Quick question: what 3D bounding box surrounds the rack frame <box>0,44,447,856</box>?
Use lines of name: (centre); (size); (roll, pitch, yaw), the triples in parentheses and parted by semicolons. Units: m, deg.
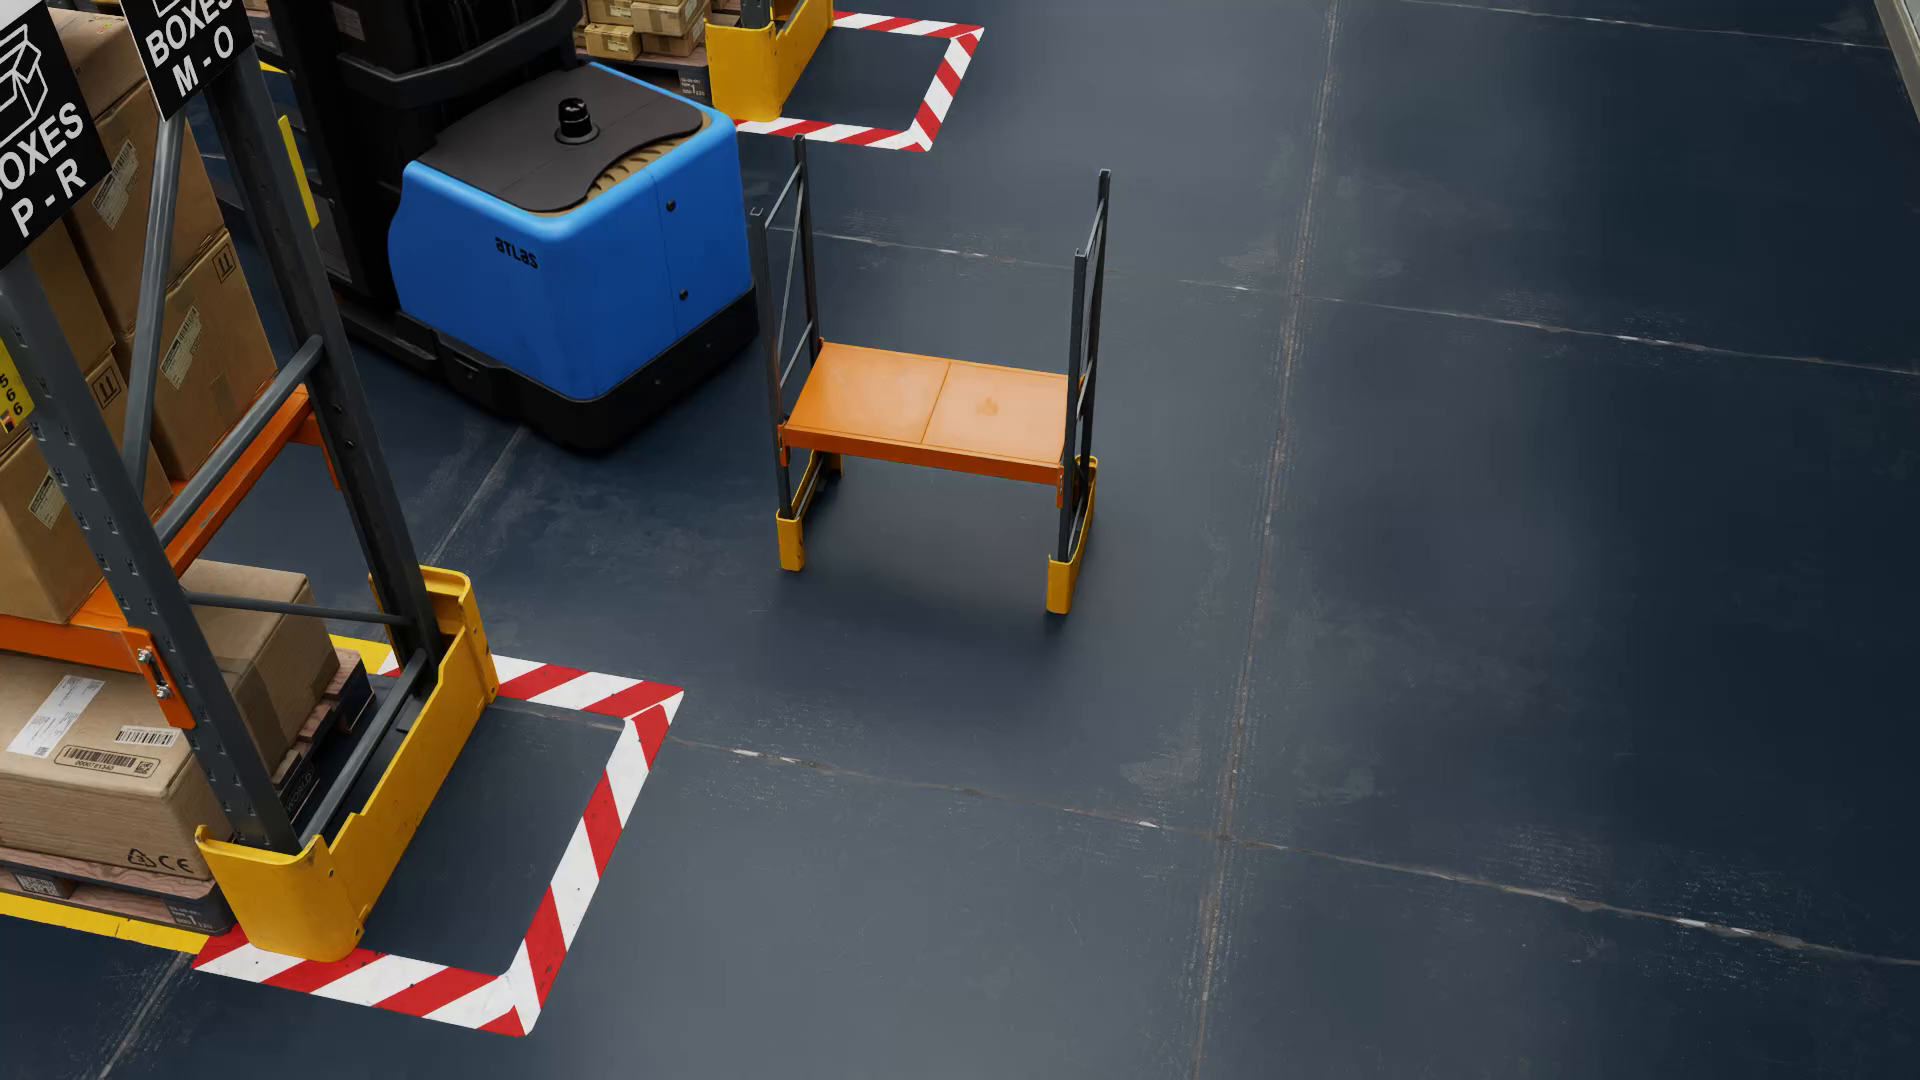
rack frame: (-1.890, -0.240, 4.336); (0.127, 3.000, 1.000); (9, 45, 9)

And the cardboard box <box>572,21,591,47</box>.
cardboard box: (-1.979, -2.737, 8.683); (0.250, 0.149, 0.380); (9, 45, 9)

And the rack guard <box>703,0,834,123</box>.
rack guard: (-0.982, -2.716, 8.711); (0.348, 0.500, 1.175); (9, 45, 9)

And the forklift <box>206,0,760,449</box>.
forklift: (-2.343, -2.238, 6.461); (3.031, 2.935, 1.130); (27, 50, 25)

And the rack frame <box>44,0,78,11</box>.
rack frame: (-4.811, -4.211, 8.462); (0.127, 3.000, 1.000); (9, 45, 9)

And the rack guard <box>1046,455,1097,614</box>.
rack guard: (0.412, -0.026, 6.097); (0.087, 0.250, 0.587); (9, 45, 9)

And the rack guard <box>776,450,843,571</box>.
rack guard: (-0.560, -0.177, 6.254); (0.087, 0.250, 0.587); (9, 45, 9)

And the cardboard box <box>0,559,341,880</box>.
cardboard box: (-2.556, 0.500, 5.113); (0.875, 0.438, 0.875); (7, 44, 8)

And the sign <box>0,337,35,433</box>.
sign: (-2.022, -0.377, 3.473); (0.005, 0.325, 0.100); (9, 45, 9)

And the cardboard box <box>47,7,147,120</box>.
cardboard box: (-2.176, -1.111, 3.980); (0.250, 0.149, 0.380); (10, 45, 10)

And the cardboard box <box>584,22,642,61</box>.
cardboard box: (-1.740, -2.638, 8.581); (0.250, 0.149, 0.380); (10, 45, 10)

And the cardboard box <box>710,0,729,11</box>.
cardboard box: (-1.349, -3.025, 8.983); (0.250, 0.149, 0.380); (10, 45, 10)

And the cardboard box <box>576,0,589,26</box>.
cardboard box: (-1.993, -2.801, 8.535); (0.250, 0.149, 0.380); (7, 44, 7)

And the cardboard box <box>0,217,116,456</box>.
cardboard box: (-2.412, -0.548, 3.863); (0.500, 0.500, 0.500); (10, 45, 10)

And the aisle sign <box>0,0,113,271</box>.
aisle sign: (-1.887, -0.956, 3.206); (0.004, 0.787, 0.394); (9, 45, 9)

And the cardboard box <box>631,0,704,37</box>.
cardboard box: (-1.485, -2.723, 8.455); (0.250, 0.149, 0.380); (8, 44, 8)

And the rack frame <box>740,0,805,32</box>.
rack frame: (-0.908, -3.605, 7.833); (0.127, 3.000, 1.000); (9, 45, 9)

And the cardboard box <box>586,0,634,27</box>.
cardboard box: (-1.728, -2.799, 8.534); (0.250, 0.149, 0.380); (8, 44, 8)

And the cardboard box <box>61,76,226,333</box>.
cardboard box: (-2.296, -0.902, 4.231); (0.500, 0.500, 0.500); (8, 44, 8)

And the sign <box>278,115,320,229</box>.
sign: (-1.763, -0.955, 4.398); (0.005, 0.325, 0.100); (9, 45, 9)

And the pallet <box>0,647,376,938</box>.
pallet: (-2.687, 0.697, 5.374); (1.213, 0.211, 1.003); (9, 45, 9)

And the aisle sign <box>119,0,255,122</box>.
aisle sign: (-1.756, -1.362, 3.627); (0.004, 0.787, 0.394); (9, 45, 9)

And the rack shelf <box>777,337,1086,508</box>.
rack shelf: (-0.083, -0.424, 5.868); (1.000, 0.185, 0.538); (9, 45, 9)

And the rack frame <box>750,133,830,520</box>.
rack frame: (-0.579, -0.630, 5.823); (0.032, 1.500, 0.500); (9, 45, 9)

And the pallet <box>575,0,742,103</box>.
pallet: (-1.767, -2.759, 8.964); (1.213, 0.211, 1.003); (9, 45, 9)

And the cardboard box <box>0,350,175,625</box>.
cardboard box: (-2.419, -0.170, 4.191); (0.500, 0.500, 0.500); (9, 45, 9)

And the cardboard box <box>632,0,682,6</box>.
cardboard box: (-1.480, -2.852, 8.374); (0.250, 0.149, 0.380); (9, 45, 10)

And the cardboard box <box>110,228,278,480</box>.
cardboard box: (-2.296, -0.543, 4.579); (0.500, 0.500, 0.500); (9, 45, 9)

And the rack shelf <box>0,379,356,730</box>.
rack shelf: (-3.842, -0.284, 4.900); (4.000, 0.370, 1.077); (9, 45, 9)

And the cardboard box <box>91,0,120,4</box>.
cardboard box: (-4.526, -3.063, 9.022); (0.250, 0.149, 0.380); (7, 44, 7)

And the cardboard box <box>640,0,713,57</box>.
cardboard box: (-1.467, -2.668, 8.612); (0.250, 0.149, 0.380); (10, 45, 10)

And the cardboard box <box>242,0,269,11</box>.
cardboard box: (-3.754, -3.015, 8.972); (0.250, 0.149, 0.380); (8, 44, 8)

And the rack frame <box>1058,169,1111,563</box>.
rack frame: (0.413, -0.476, 5.663); (0.032, 1.500, 0.500); (9, 45, 9)

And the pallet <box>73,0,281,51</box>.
pallet: (-4.148, -3.128, 9.348); (1.213, 0.211, 1.003); (9, 45, 9)

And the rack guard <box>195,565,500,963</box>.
rack guard: (-1.867, 0.664, 5.199); (0.348, 0.500, 1.175); (9, 45, 9)

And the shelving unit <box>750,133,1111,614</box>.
shelving unit: (-0.074, -0.552, 5.742); (1.083, 1.500, 0.587); (9, 45, 9)
